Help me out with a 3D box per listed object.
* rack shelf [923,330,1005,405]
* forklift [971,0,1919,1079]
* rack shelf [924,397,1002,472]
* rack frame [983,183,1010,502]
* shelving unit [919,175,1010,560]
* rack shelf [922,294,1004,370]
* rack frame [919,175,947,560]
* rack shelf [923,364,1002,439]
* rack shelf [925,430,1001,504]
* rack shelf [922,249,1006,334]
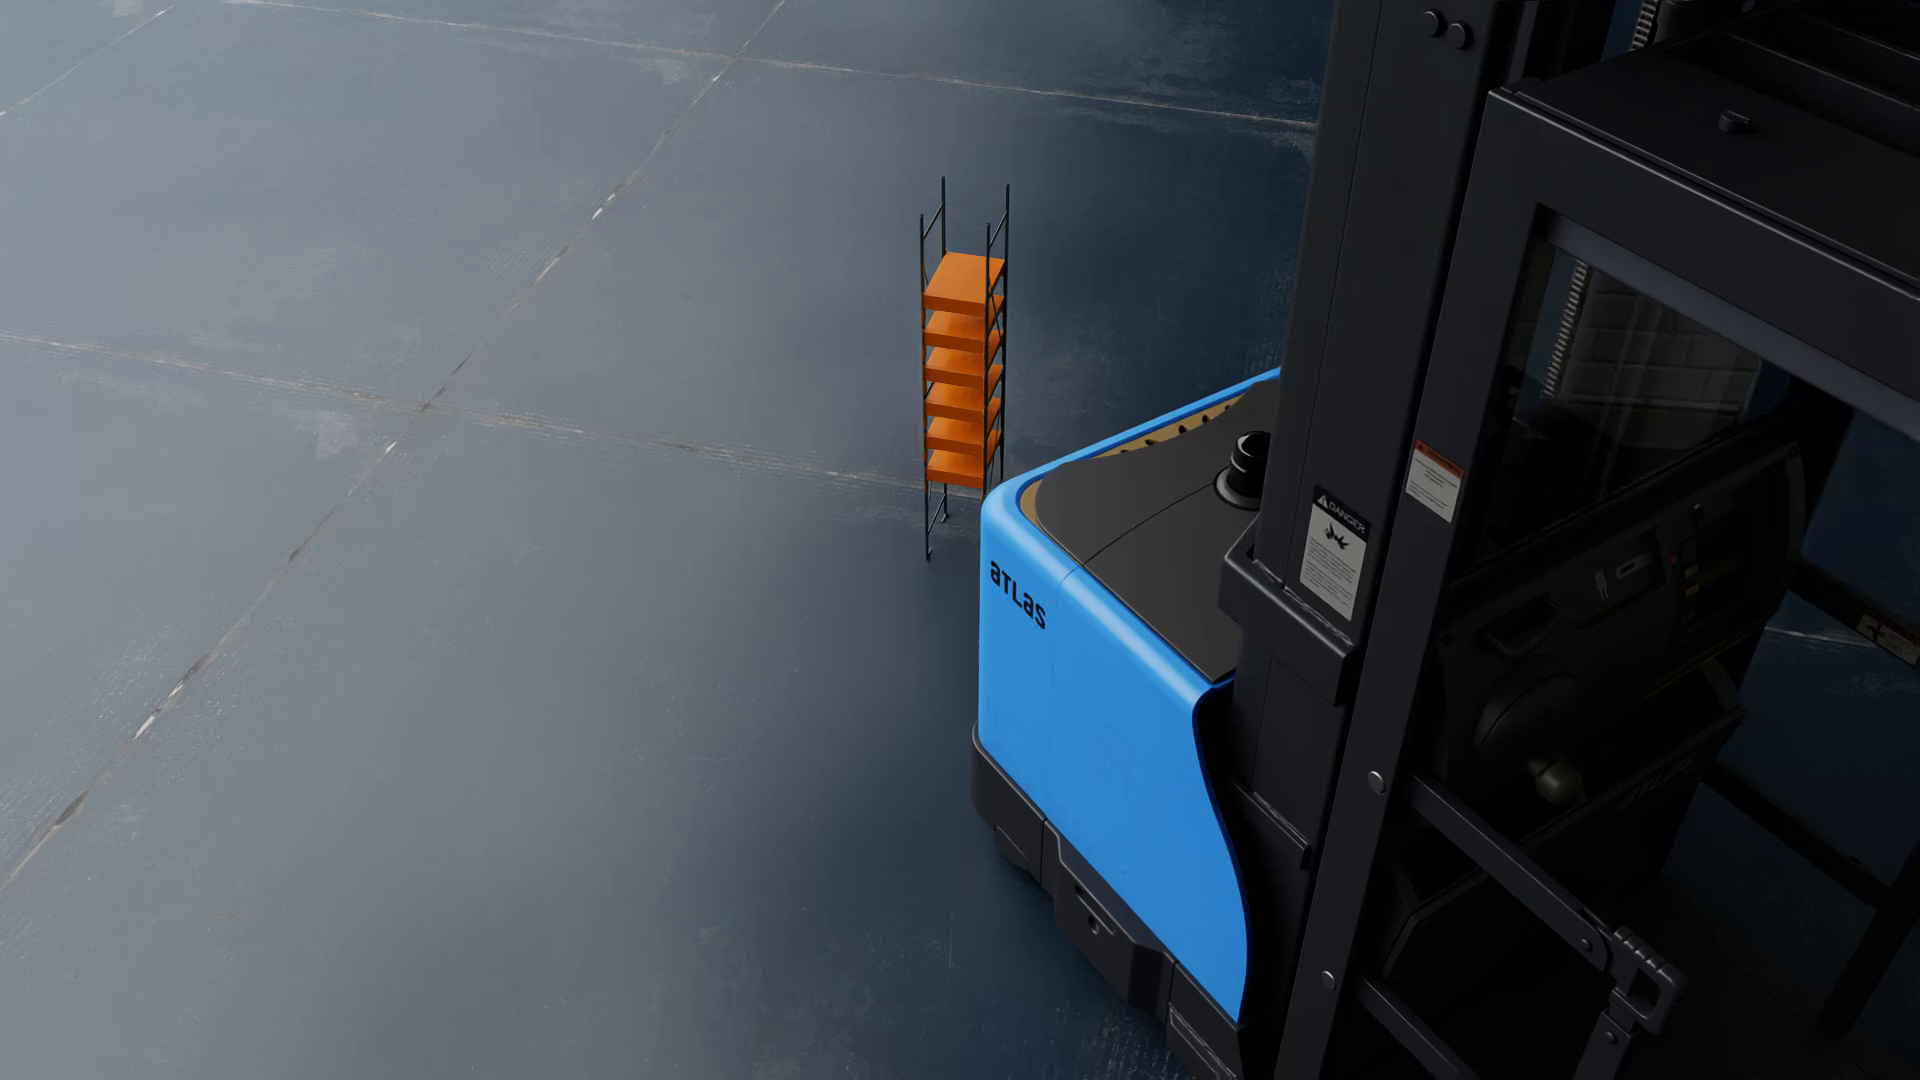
[{"bbox_3d":[0.014,-0.515,4.813,0.180,0.103,0.258,10,41,11],"label":"rack shelf"},{"bbox_3d":[1.267,0.205,2.726,1.130,2.935,3.031,-23,45,-25],"label":"forklift"},{"bbox_3d":[0.014,-0.331,4.967,0.180,0.103,0.258,10,41,11],"label":"rack shelf"},{"bbox_3d":[0.102,-0.442,4.843,0.006,1.200,0.240,10,41,11],"label":"rack frame"},{"bbox_3d":[0.014,-0.457,4.861,0.189,1.200,0.258,10,41,11],"label":"shelving unit"},{"bbox_3d":[0.014,-0.607,4.735,0.180,0.103,0.258,10,41,11],"label":"rack shelf"},{"bbox_3d":[-0.074,-0.472,4.879,0.006,1.200,0.240,10,41,11],"label":"rack frame"},{"bbox_3d":[0.014,-0.423,4.890,0.180,0.103,0.258,10,41,11],"label":"rack shelf"},{"bbox_3d":[0.014,-0.239,5.044,0.180,0.103,0.258,10,41,11],"label":"rack shelf"},{"bbox_3d":[0.014,-0.699,4.658,0.180,0.103,0.258,10,41,11],"label":"rack shelf"}]
